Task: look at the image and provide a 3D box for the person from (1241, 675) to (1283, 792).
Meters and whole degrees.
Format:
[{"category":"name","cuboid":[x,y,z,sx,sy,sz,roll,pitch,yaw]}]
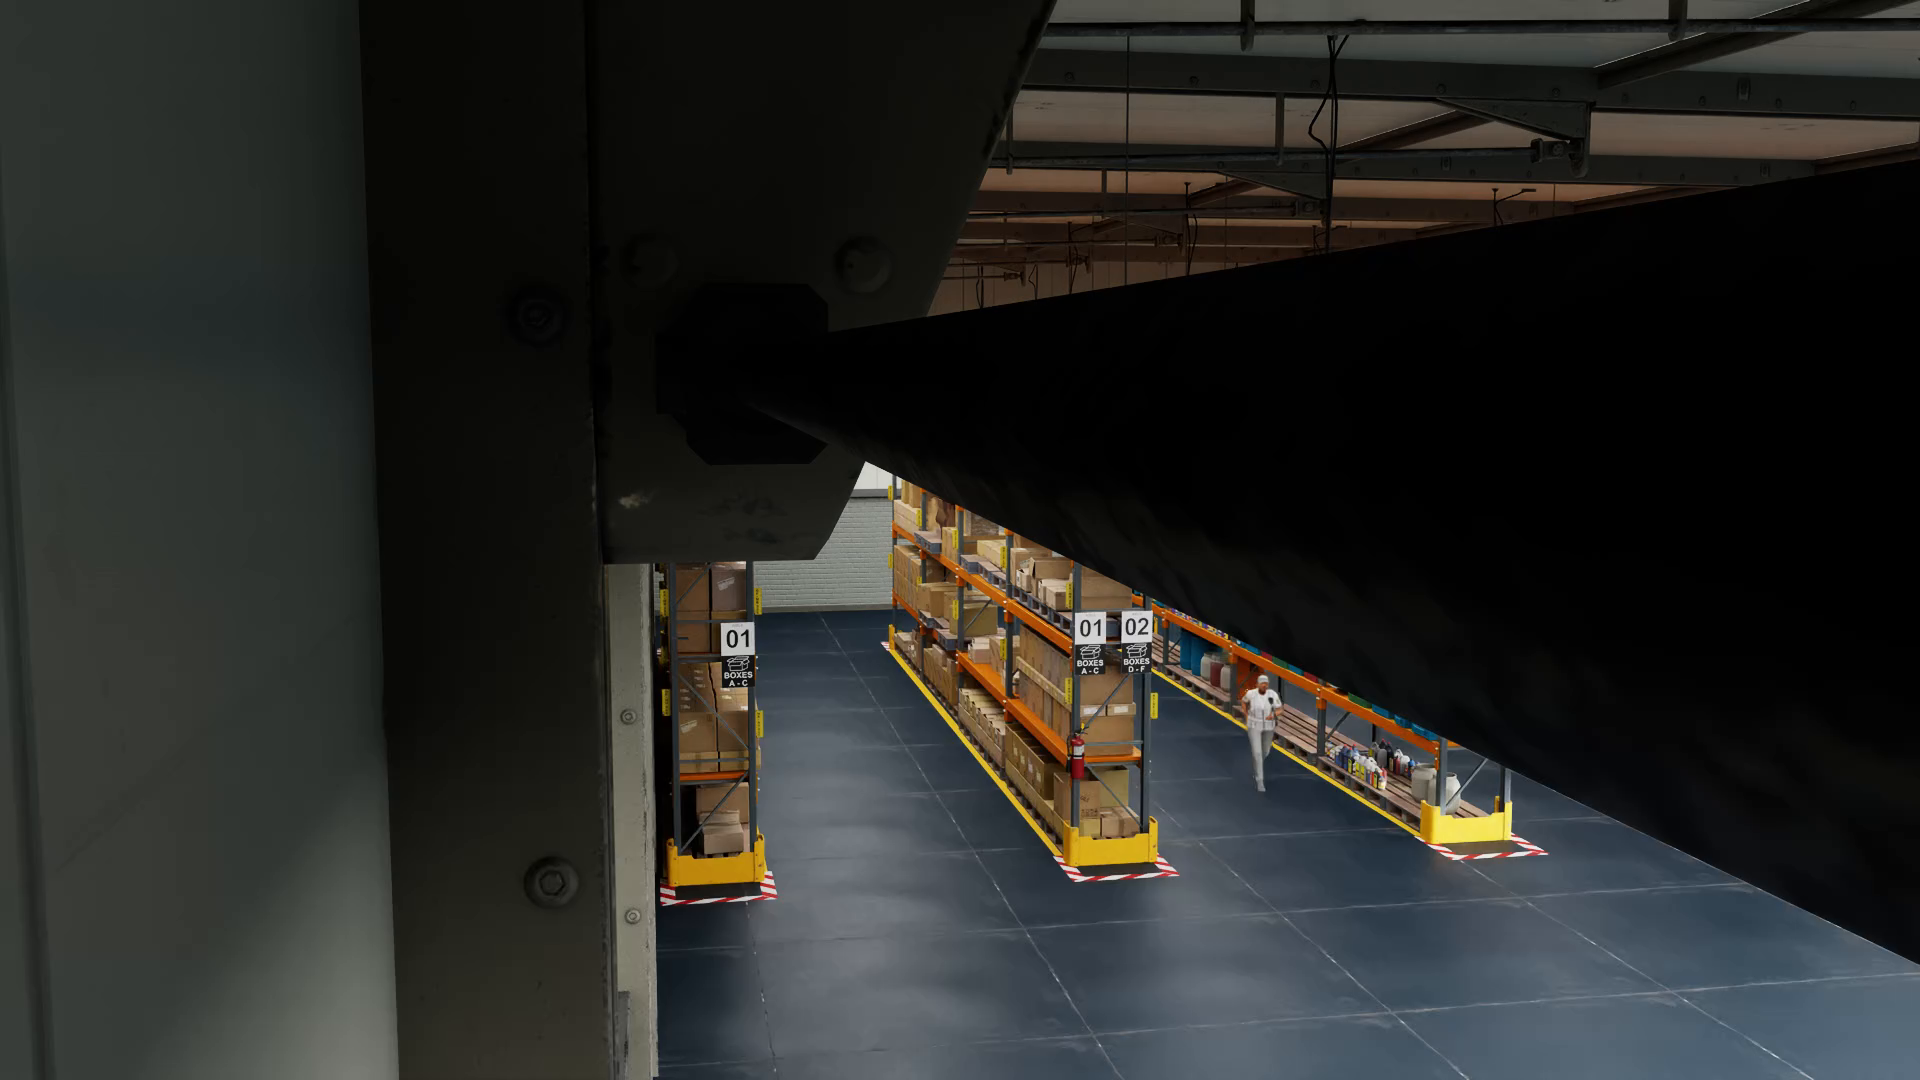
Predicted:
[{"category":"person","cuboid":[4.520,2.843,24.880,0.561,1.711,1.029,-1,6,-6]}]
